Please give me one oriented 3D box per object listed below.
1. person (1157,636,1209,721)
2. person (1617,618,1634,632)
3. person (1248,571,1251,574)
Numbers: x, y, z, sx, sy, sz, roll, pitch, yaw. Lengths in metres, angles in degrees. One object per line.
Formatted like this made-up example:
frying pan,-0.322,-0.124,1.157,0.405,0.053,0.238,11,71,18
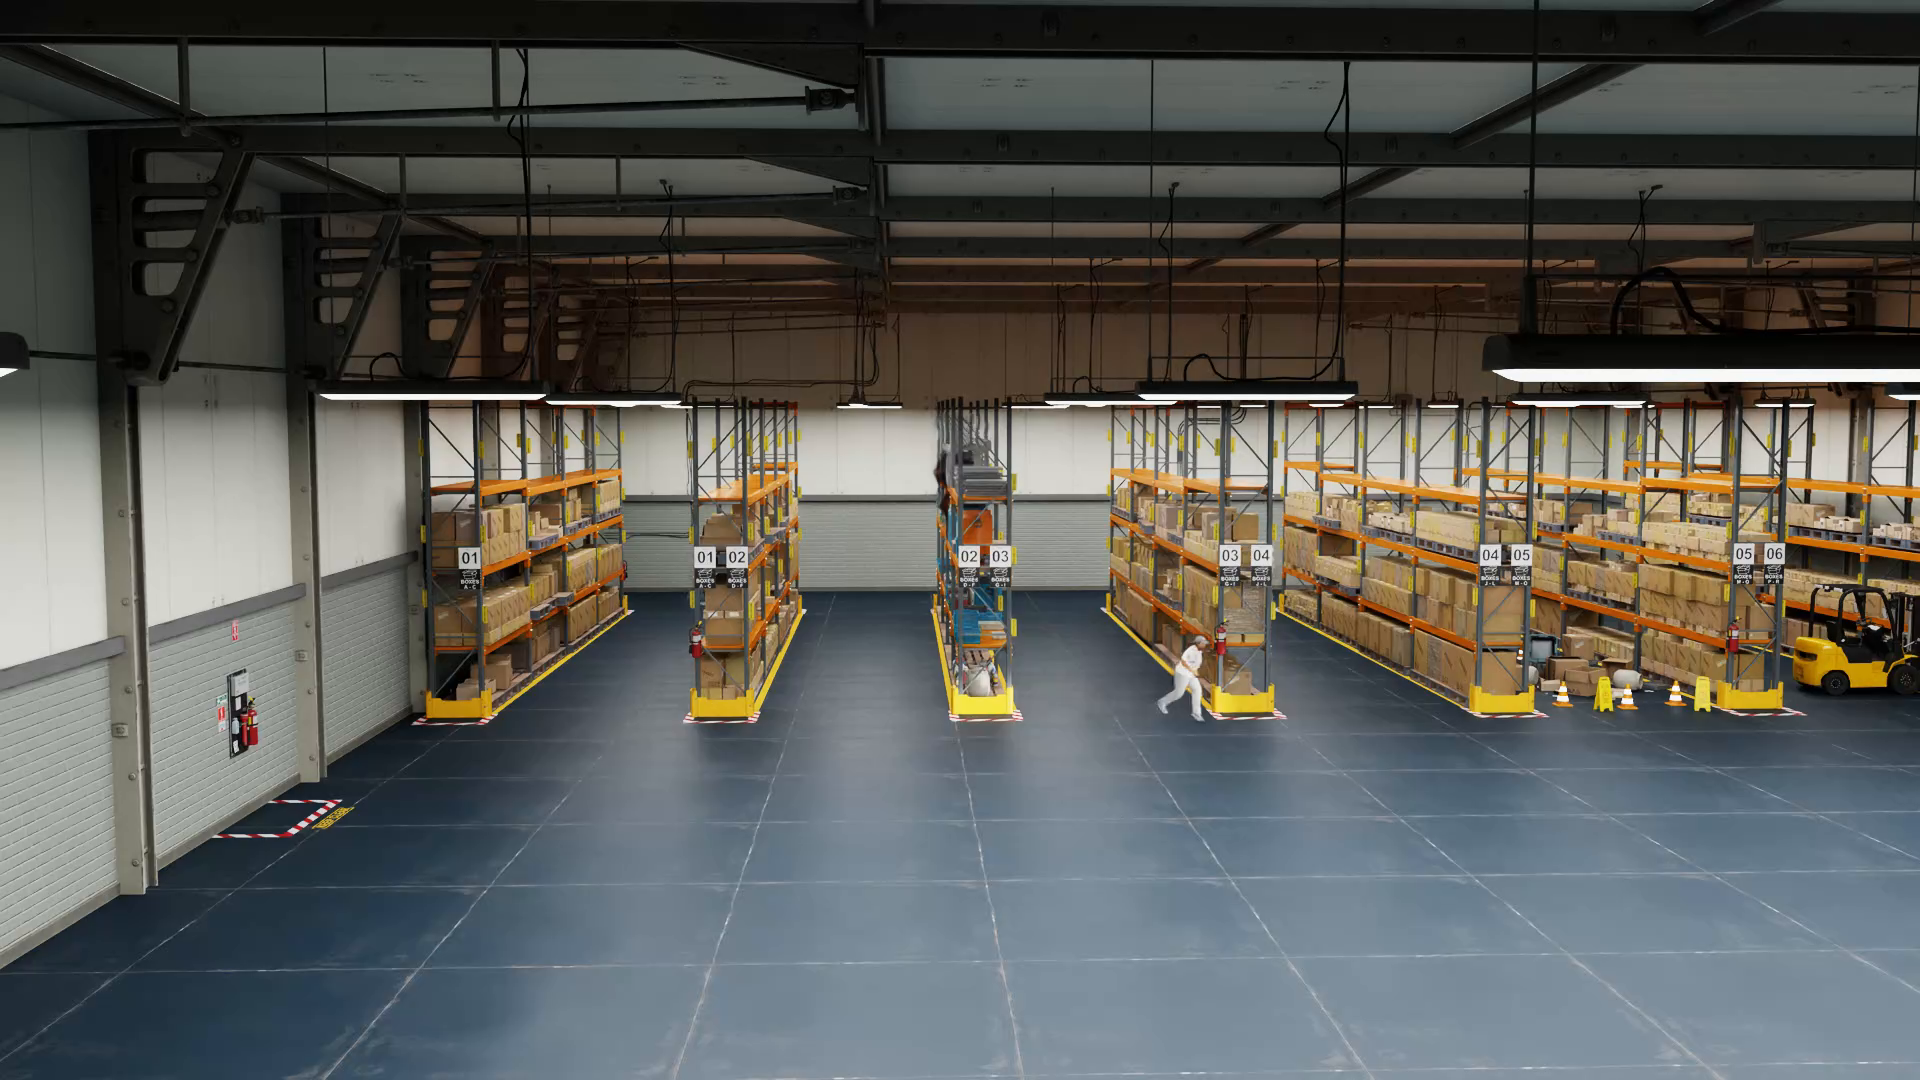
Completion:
person,4.164,2.563,30.994,1.028,1.627,0.640,2,5,29
person,17.118,1.589,42.680,0.707,1.746,0.915,-1,5,-13
person,8.521,1.123,48.365,0.553,1.739,0.682,-3,5,-34
